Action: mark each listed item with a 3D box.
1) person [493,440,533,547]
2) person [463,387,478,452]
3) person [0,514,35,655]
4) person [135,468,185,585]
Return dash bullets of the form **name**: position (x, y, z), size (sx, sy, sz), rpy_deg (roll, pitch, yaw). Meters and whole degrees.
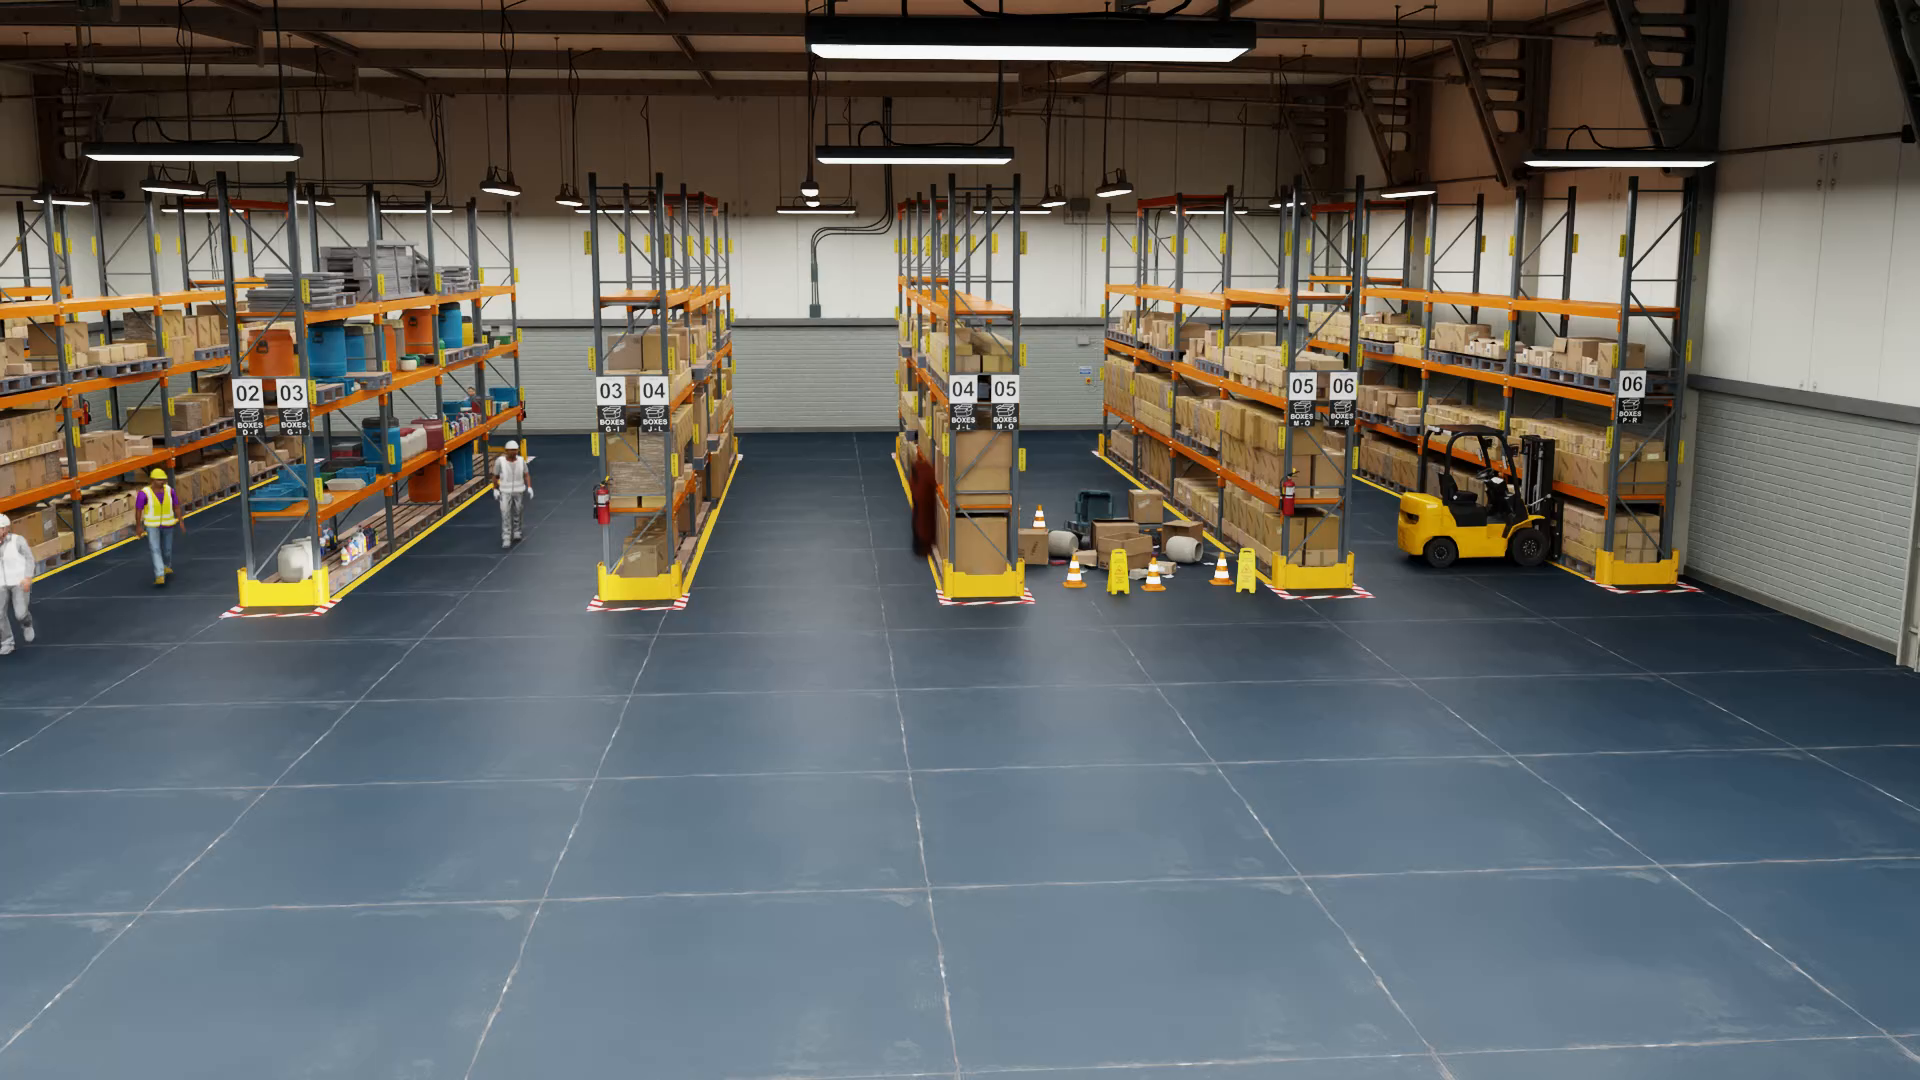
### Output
- **person**: position (-7.574, -0.819, 28.188), size (0.644, 1.739, 0.982), rpy_deg (-3, 10, -17)
- **person**: position (-11.971, -2.984, 40.895), size (0.455, 1.592, 1.006), rpy_deg (4, 11, 22)
- **person**: position (-11.872, 0.517, 20.785), size (0.622, 1.756, 0.636), rpy_deg (-2, 10, -12)
- **person**: position (-12.021, -0.233, 24.988), size (0.652, 1.703, 1.121), rpy_deg (-6, 12, -31)
